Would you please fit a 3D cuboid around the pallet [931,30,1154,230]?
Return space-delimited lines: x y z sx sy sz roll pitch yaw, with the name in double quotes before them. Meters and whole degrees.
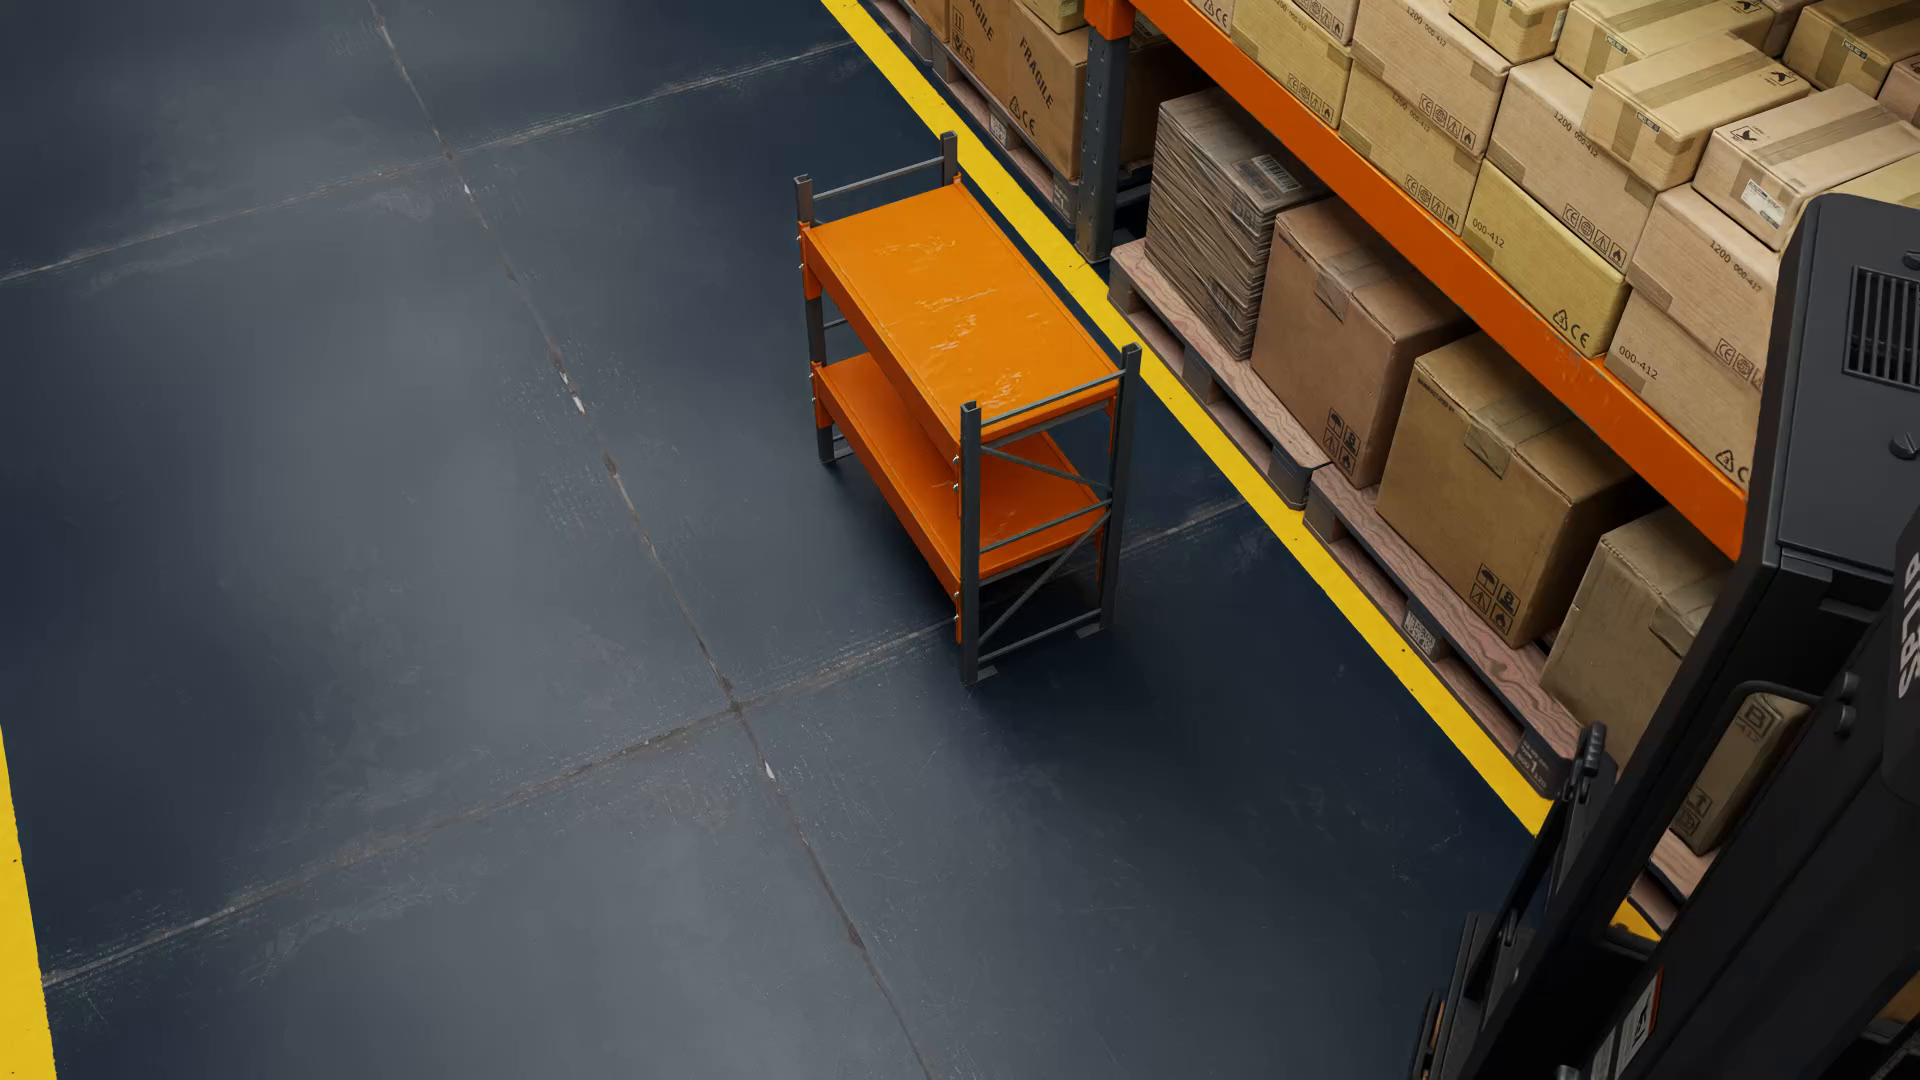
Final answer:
"pallet" 0.590 -1.803 6.687 1.003 0.211 1.213 -21 52 -18

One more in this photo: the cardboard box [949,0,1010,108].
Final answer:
"cardboard box" 0.294 -2.071 6.450 0.500 0.500 0.500 -22 52 -18

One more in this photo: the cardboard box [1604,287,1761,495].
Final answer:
"cardboard box" 1.830 -0.406 3.712 0.500 0.250 0.500 -21 52 -17

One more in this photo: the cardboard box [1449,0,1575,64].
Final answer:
"cardboard box" 1.382 -1.280 3.879 0.380 0.149 0.250 -20 52 -17

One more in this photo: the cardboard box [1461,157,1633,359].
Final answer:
"cardboard box" 1.587 -0.749 4.012 0.500 0.250 0.500 -20 52 -16

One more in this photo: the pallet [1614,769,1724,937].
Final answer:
"pallet" 2.357 0.907 4.316 1.003 0.211 1.213 -21 52 -18

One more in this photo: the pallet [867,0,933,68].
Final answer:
"pallet" 0.036 -2.618 7.400 1.003 0.211 1.213 -21 52 -18

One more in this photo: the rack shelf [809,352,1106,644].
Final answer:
"rack shelf" -0.003 -0.214 5.015 0.538 0.278 1.000 -21 52 -18

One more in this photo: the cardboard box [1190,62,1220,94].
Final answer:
"cardboard box" 0.954 -1.902 6.302 0.500 0.500 0.500 -19 52 -16

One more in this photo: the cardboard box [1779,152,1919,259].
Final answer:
"cardboard box" 1.873 -0.605 3.289 0.380 0.149 0.250 -22 52 -18

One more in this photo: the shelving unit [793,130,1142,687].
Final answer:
"shelving unit" -0.003 -0.375 4.831 0.538 1.125 1.048 -21 52 -18

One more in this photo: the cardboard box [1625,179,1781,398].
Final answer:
"cardboard box" 1.806 -0.573 3.526 0.500 0.250 0.500 -20 52 -17

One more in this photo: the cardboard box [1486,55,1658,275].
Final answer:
"cardboard box" 1.592 -0.917 3.827 0.500 0.250 0.500 -20 52 -17

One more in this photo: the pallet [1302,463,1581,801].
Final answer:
"pallet" 1.794 0.090 5.031 1.003 0.211 1.213 -21 52 -18

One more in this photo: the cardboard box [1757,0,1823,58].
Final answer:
"cardboard box" 1.946 -1.286 3.884 0.380 0.149 0.250 -20 52 -17

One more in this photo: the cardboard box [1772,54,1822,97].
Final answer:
"cardboard box" 2.036 -1.101 3.988 0.500 0.250 0.500 -22 52 -18

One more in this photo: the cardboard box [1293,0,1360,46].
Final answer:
"cardboard box" 1.112 -1.607 4.430 0.500 0.250 0.500 -20 52 -16

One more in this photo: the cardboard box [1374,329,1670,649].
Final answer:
"cardboard box" 1.785 -0.257 4.781 0.875 0.625 0.625 -23 53 -19

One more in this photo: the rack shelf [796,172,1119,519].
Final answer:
"rack shelf" -0.003 -0.568 4.610 0.538 0.278 1.000 -21 52 -18

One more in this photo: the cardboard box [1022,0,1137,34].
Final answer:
"cardboard box" 0.447 -1.980 5.940 0.380 0.149 0.250 -24 53 -19

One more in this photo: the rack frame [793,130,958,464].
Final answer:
"rack frame" -0.236 -0.715 5.128 0.500 1.125 0.032 -21 52 -18

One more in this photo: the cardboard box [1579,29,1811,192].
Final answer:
"cardboard box" 1.573 -0.925 3.569 0.380 0.149 0.250 -22 53 -18

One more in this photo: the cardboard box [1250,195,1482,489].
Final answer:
"cardboard box" 1.477 -0.708 5.175 0.875 0.625 0.625 -20 52 -16

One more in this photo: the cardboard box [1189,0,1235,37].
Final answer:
"cardboard box" 0.884 -1.778 4.912 0.500 0.250 0.500 -21 52 -17

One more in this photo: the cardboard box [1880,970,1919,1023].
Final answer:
"cardboard box" 2.480 0.767 3.885 0.875 0.625 0.625 -19 52 -16

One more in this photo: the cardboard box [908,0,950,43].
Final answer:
"cardboard box" 0.052 -2.420 6.756 0.500 0.500 0.500 -19 52 -16

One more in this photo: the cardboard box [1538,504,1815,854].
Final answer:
"cardboard box" 2.131 0.245 4.341 0.875 0.625 0.625 -22 52 -18

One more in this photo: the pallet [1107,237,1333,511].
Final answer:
"pallet" 1.240 -0.726 5.744 1.003 0.211 1.213 -21 52 -18

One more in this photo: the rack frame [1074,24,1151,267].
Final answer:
"rack frame" 0.898 -2.208 5.188 1.000 3.000 0.127 -21 52 -18

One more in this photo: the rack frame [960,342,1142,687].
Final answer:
"rack frame" 0.230 -0.035 4.533 0.500 1.125 0.032 -21 52 -18

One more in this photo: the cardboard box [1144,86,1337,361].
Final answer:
"cardboard box" 1.171 -1.142 5.555 0.875 0.625 0.625 -20 52 -16

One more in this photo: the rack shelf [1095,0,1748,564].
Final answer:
"rack shelf" 1.813 -0.633 4.289 1.077 0.370 4.000 -21 52 -18

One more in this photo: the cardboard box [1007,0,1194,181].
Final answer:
"cardboard box" 0.513 -1.732 6.154 0.500 0.500 0.500 -20 52 -16

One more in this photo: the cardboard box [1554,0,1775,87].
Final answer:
"cardboard box" 1.587 -1.139 3.756 0.380 0.149 0.250 -21 52 -18

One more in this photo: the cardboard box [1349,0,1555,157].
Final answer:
"cardboard box" 1.335 -1.250 4.118 0.500 0.250 0.500 -22 53 -18

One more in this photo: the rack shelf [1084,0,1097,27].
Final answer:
"rack shelf" -0.017 -3.310 6.630 1.077 0.370 4.000 -21 52 -18

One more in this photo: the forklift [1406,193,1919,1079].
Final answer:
"forklift" 1.544 0.642 2.741 1.130 2.935 3.031 18 51 15

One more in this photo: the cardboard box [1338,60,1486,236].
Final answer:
"cardboard box" 1.351 -1.097 4.316 0.500 0.250 0.500 -23 53 -19

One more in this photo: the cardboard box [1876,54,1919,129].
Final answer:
"cardboard box" 2.222 -0.958 3.598 0.380 0.149 0.250 -22 52 -18

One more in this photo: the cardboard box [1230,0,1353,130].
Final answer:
"cardboard box" 1.109 -1.439 4.616 0.500 0.250 0.500 -22 52 -18

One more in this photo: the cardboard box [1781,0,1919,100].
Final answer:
"cardboard box" 2.102 -1.123 3.742 0.380 0.149 0.250 -21 52 -17

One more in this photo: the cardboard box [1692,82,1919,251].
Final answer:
"cardboard box" 1.764 -0.775 3.437 0.380 0.149 0.250 -21 52 -17
